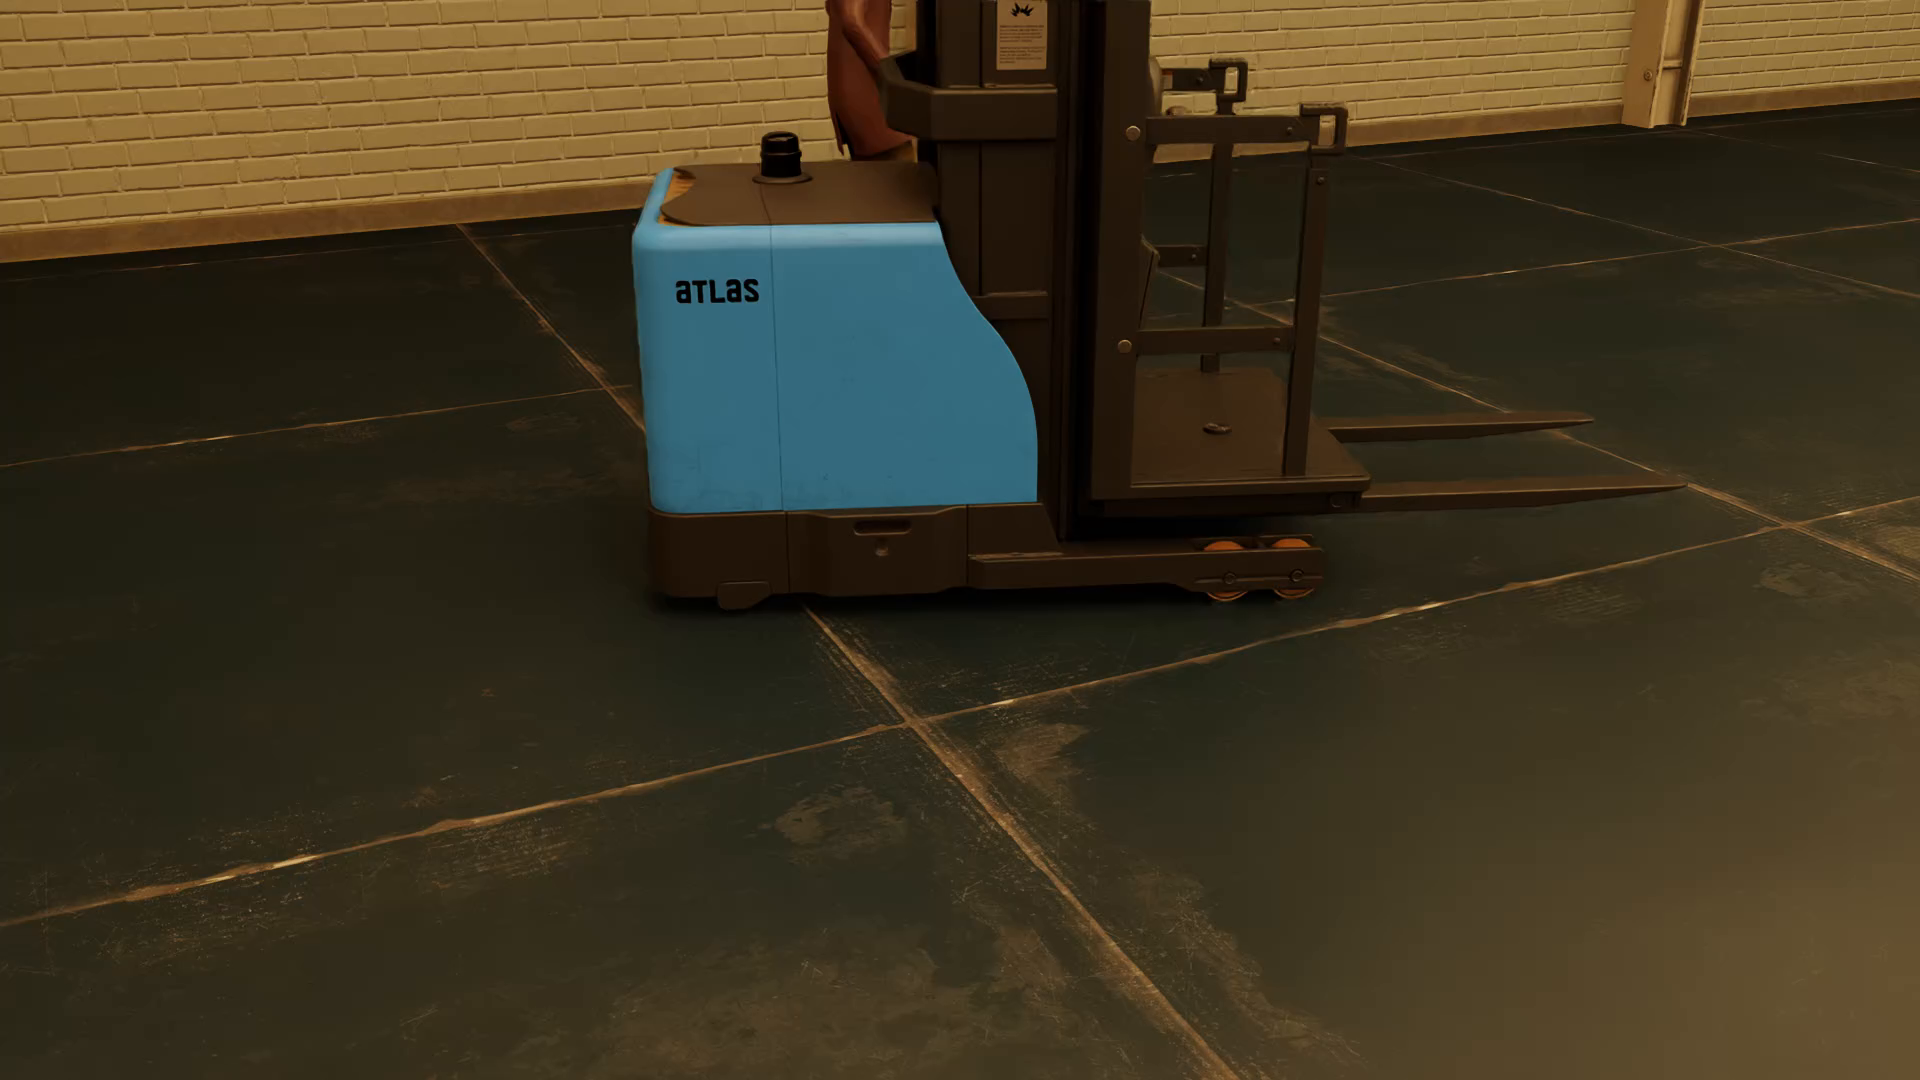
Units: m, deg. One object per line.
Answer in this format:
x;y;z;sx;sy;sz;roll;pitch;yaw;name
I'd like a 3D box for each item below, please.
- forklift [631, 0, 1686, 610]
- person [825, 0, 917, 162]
0.612;-1.382;4.612;3.031;2.935;1.130;-2;23;-5;forklift
-0.385;-2.101;7.901;0.552;1.749;0.790;-7;24;-17;person
